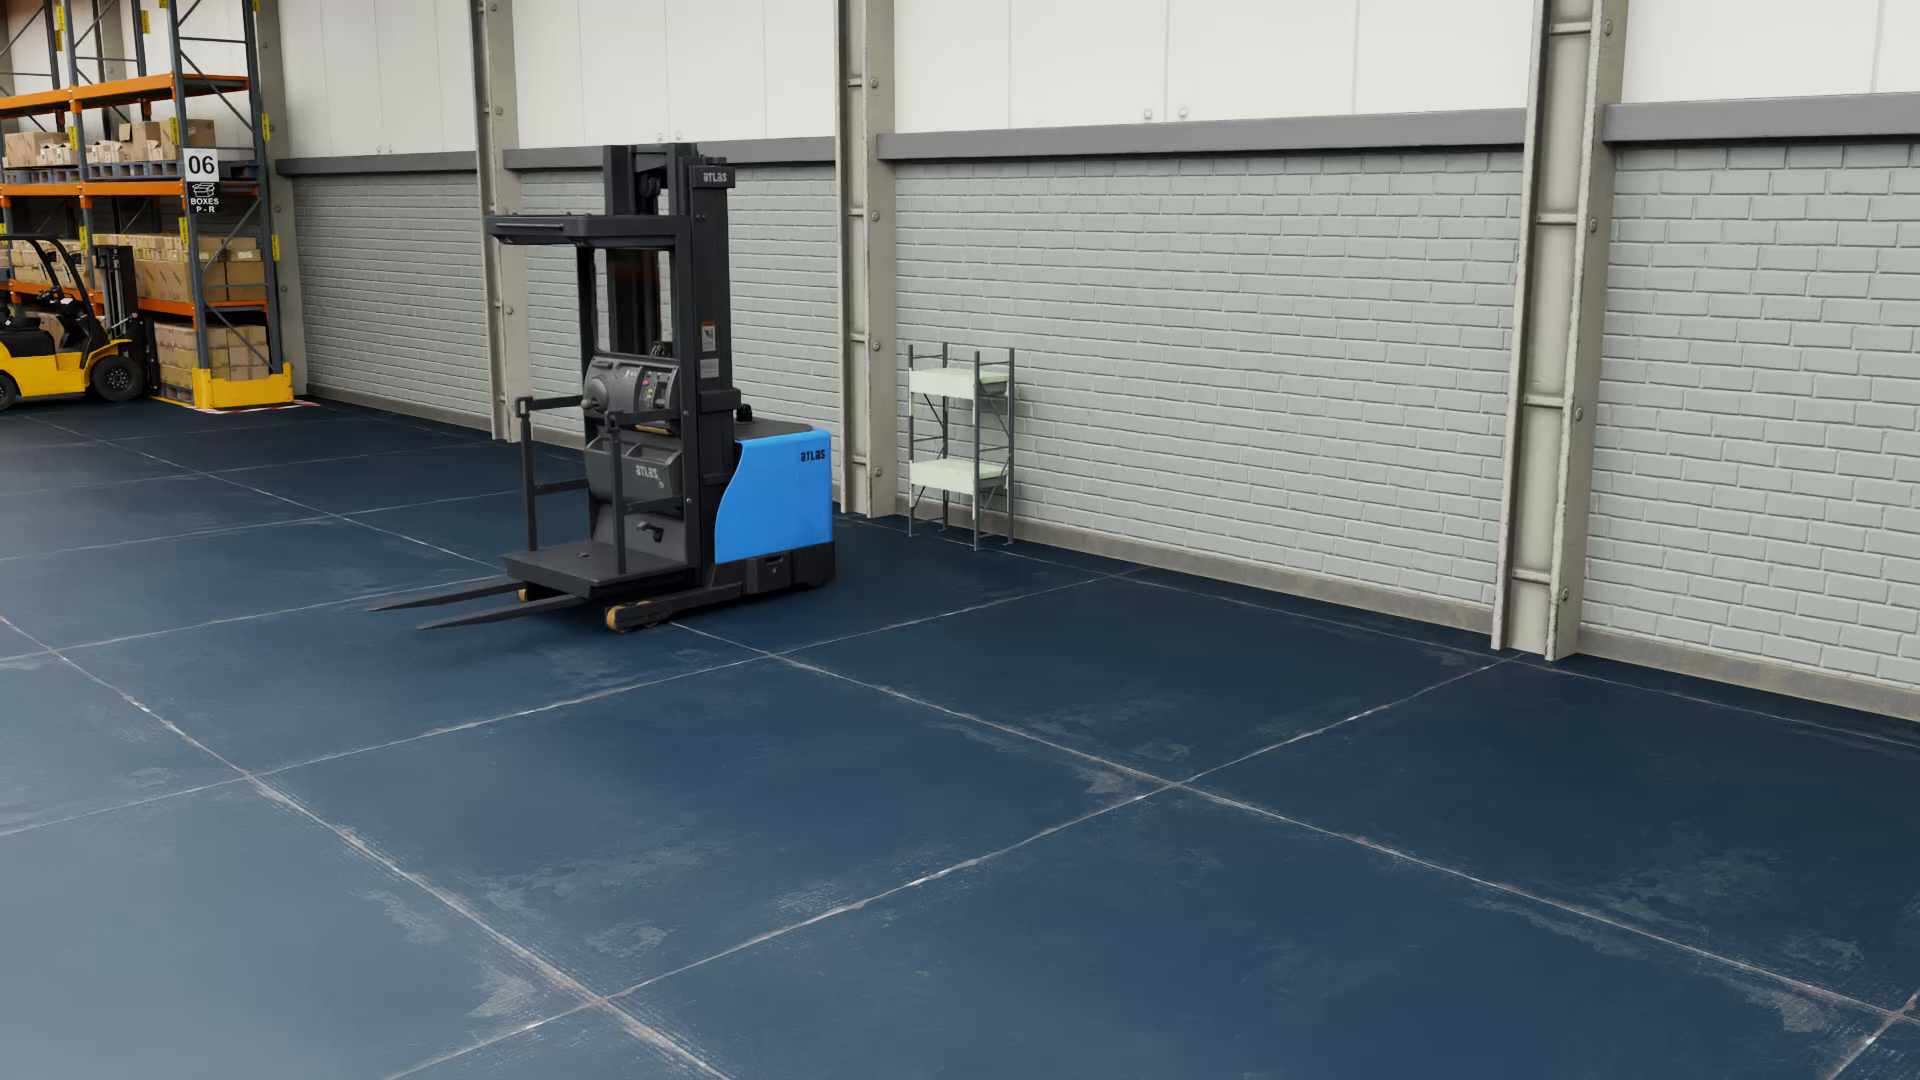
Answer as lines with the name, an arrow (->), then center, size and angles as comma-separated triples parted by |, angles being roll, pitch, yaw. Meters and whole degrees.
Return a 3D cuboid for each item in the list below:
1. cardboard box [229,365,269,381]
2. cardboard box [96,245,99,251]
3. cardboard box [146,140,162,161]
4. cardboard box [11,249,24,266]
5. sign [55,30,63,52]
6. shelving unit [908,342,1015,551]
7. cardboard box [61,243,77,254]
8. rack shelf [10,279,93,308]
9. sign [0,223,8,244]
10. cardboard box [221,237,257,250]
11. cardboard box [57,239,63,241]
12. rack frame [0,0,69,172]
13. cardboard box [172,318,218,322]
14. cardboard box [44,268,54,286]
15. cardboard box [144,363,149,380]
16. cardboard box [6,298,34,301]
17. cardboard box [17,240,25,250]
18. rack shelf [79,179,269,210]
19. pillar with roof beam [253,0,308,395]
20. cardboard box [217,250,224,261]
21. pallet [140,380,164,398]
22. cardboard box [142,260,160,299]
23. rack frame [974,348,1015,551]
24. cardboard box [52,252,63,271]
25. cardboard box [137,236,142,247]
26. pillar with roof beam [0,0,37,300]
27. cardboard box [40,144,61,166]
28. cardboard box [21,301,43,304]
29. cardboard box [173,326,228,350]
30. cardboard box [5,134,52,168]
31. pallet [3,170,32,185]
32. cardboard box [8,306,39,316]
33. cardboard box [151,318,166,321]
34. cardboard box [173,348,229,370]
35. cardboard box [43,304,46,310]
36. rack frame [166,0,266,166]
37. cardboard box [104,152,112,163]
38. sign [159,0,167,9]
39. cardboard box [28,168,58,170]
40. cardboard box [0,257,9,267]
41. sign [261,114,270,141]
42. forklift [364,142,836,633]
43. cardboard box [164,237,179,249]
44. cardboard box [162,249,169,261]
cardboard box -> -9.420, -2.182, 21.843 | 0.500, 0.250, 0.500 | -11, 16, -42
cardboard box -> -11.955, -4.092, 23.482 | 0.380, 0.149, 0.250 | -11, 16, -43
cardboard box -> -10.189, -4.998, 21.347 | 0.396, 0.266, 0.258 | -11, 16, -42
cardboard box -> -14.635, -4.461, 26.263 | 0.500, 0.250, 0.500 | -11, 16, -43
sign -> -14.348, -7.943, 26.457 | 0.100, 0.325, 0.005 | -11, 16, -43
shelving unit -> 0.005, -0.734, 12.755 | 0.431, 1.500, 0.755 | -11, 16, -43
cardboard box -> -12.981, -4.292, 24.454 | 0.250, 0.149, 0.380 | 11, 16, 43
rack shelf -> -13.366, -3.748, 25.451 | 1.077, 0.370, 4.000 | -11, 16, -43
sign -> -15.133, -4.843, 26.312 | 0.100, 0.325, 0.005 | -11, 16, -43
cardboard box -> -9.300, -3.815, 21.405 | 0.380, 0.149, 0.250 | -11, 16, -44
cardboard box -> -14.376, -4.739, 26.626 | 0.380, 0.149, 0.250 | -10, 15, -41
rack frame -> -14.747, -7.330, 26.189 | 1.000, 3.000, 0.127 | -11, 16, -43
cardboard box -> -10.452, -2.892, 22.811 | 0.500, 0.250, 0.500 | -11, 16, -44
cardboard box -> -13.556, -3.995, 25.242 | 0.500, 0.250, 0.500 | -10, 15, -41
cardboard box -> -10.826, -2.329, 22.554 | 0.500, 0.250, 0.500 | -10, 15, -41
cardboard box -> -16.491, -4.156, 29.194 | 0.250, 0.149, 0.380 | 11, 16, 42
cardboard box -> -14.555, -4.632, 26.106 | 0.380, 0.149, 0.250 | -10, 16, -41
rack shelf -> -10.604, -4.633, 22.314 | 1.077, 0.370, 4.000 | -11, 16, -43
pillar with roof beam -> -12.165, -5.790, 18.713 | 9.100, 9.000, 0.400 | -11, 16, -43
cardboard box -> -9.486, -3.704, 21.600 | 0.380, 0.149, 0.250 | -11, 16, -43
pallet -> -10.619, -2.142, 22.787 | 1.003, 0.211, 1.213 | -11, 16, -43
cardboard box -> -10.458, -3.460, 22.025 | 0.500, 0.500, 0.500 | -11, 16, -44
rack frame -> 0.257, -0.680, 12.496 | 0.400, 1.500, 0.023 | -11, 16, -43
cardboard box -> -13.218, -4.165, 24.827 | 0.500, 0.250, 0.500 | -10, 16, -41
cardboard box -> -10.847, -4.022, 22.406 | 0.380, 0.149, 0.250 | -11, 16, -42
pillar with roof beam -> -20.452, -7.541, 27.214 | 9.100, 9.000, 0.400 | -11, 16, -43
cardboard box -> -13.191, -5.672, 24.507 | 0.500, 0.311, 0.500 | 11, 16, 43
cardboard box -> -15.813, -3.992, 28.399 | 0.380, 0.149, 0.250 | -11, 16, -42
cardboard box -> -9.766, -2.597, 21.377 | 0.500, 0.250, 0.500 | -10, 15, -41
cardboard box -> -14.423, -6.025, 25.752 | 0.500, 0.500, 0.500 | -11, 16, -42
pallet -> -14.214, -5.682, 26.091 | 1.213, 0.211, 1.003 | -10, 15, -40
cardboard box -> -15.271, -3.728, 27.118 | 0.250, 0.149, 0.380 | 11, 16, 42
cardboard box -> -11.180, -2.895, 22.827 | 0.500, 0.250, 0.500 | -10, 15, -41
cardboard box -> -9.785, -2.356, 21.446 | 0.500, 0.250, 0.500 | -11, 16, -43
cardboard box -> -15.046, -3.853, 27.726 | 0.380, 0.149, 0.250 | -10, 15, -41
rack frame -> -9.222, -6.163, 20.522 | 1.000, 3.000, 0.127 | -11, 16, -43
cardboard box -> -11.364, -5.189, 22.564 | 0.380, 0.149, 0.250 | -10, 15, -41
sign -> -9.625, -6.585, 20.063 | 0.100, 0.325, 0.005 | -11, 16, -43
cardboard box -> -14.827, -6.069, 26.887 | 0.380, 0.149, 0.250 | -11, 16, -42
cardboard box -> -15.478, -4.517, 26.984 | 0.380, 0.149, 0.250 | -11, 16, -42
sign -> -8.817, -5.237, 21.100 | 0.100, 0.325, 0.005 | -11, 16, -43
forklift -> -2.238, -0.984, 10.426 | 1.130, 2.935, 3.031 | 11, 16, 43
cardboard box -> -10.133, -3.872, 21.681 | 0.380, 0.149, 0.250 | -11, 16, -42
cardboard box -> -10.160, -3.720, 21.678 | 0.380, 0.149, 0.250 | -11, 16, -43
